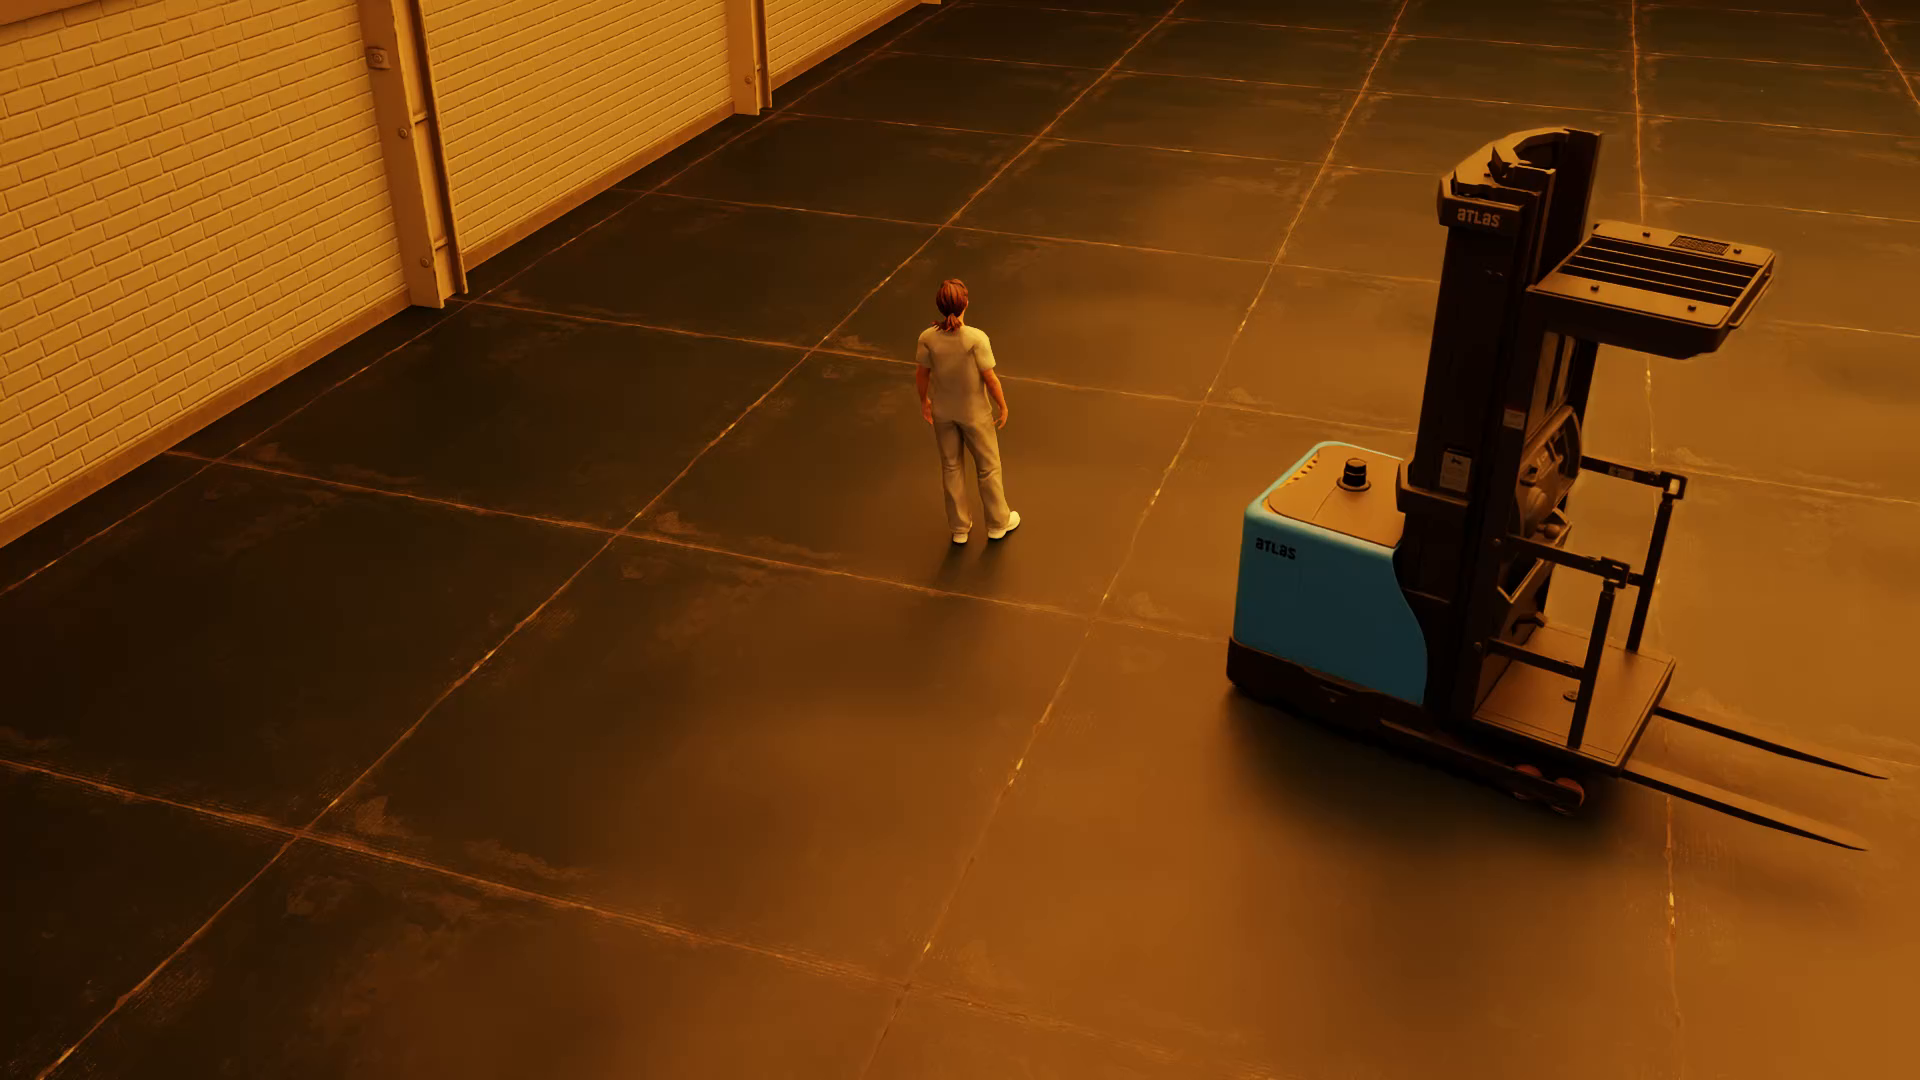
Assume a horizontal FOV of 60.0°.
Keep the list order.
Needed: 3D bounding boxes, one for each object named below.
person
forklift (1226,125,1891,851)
[{"bbox_3d":[0.037,-0.767,9.734,0.549,1.675,0.549,10,31,16],"label":"person"},{"bbox_3d":[2.900,-0.283,7.633,3.031,2.935,1.130,19,35,29],"label":"forklift"}]
